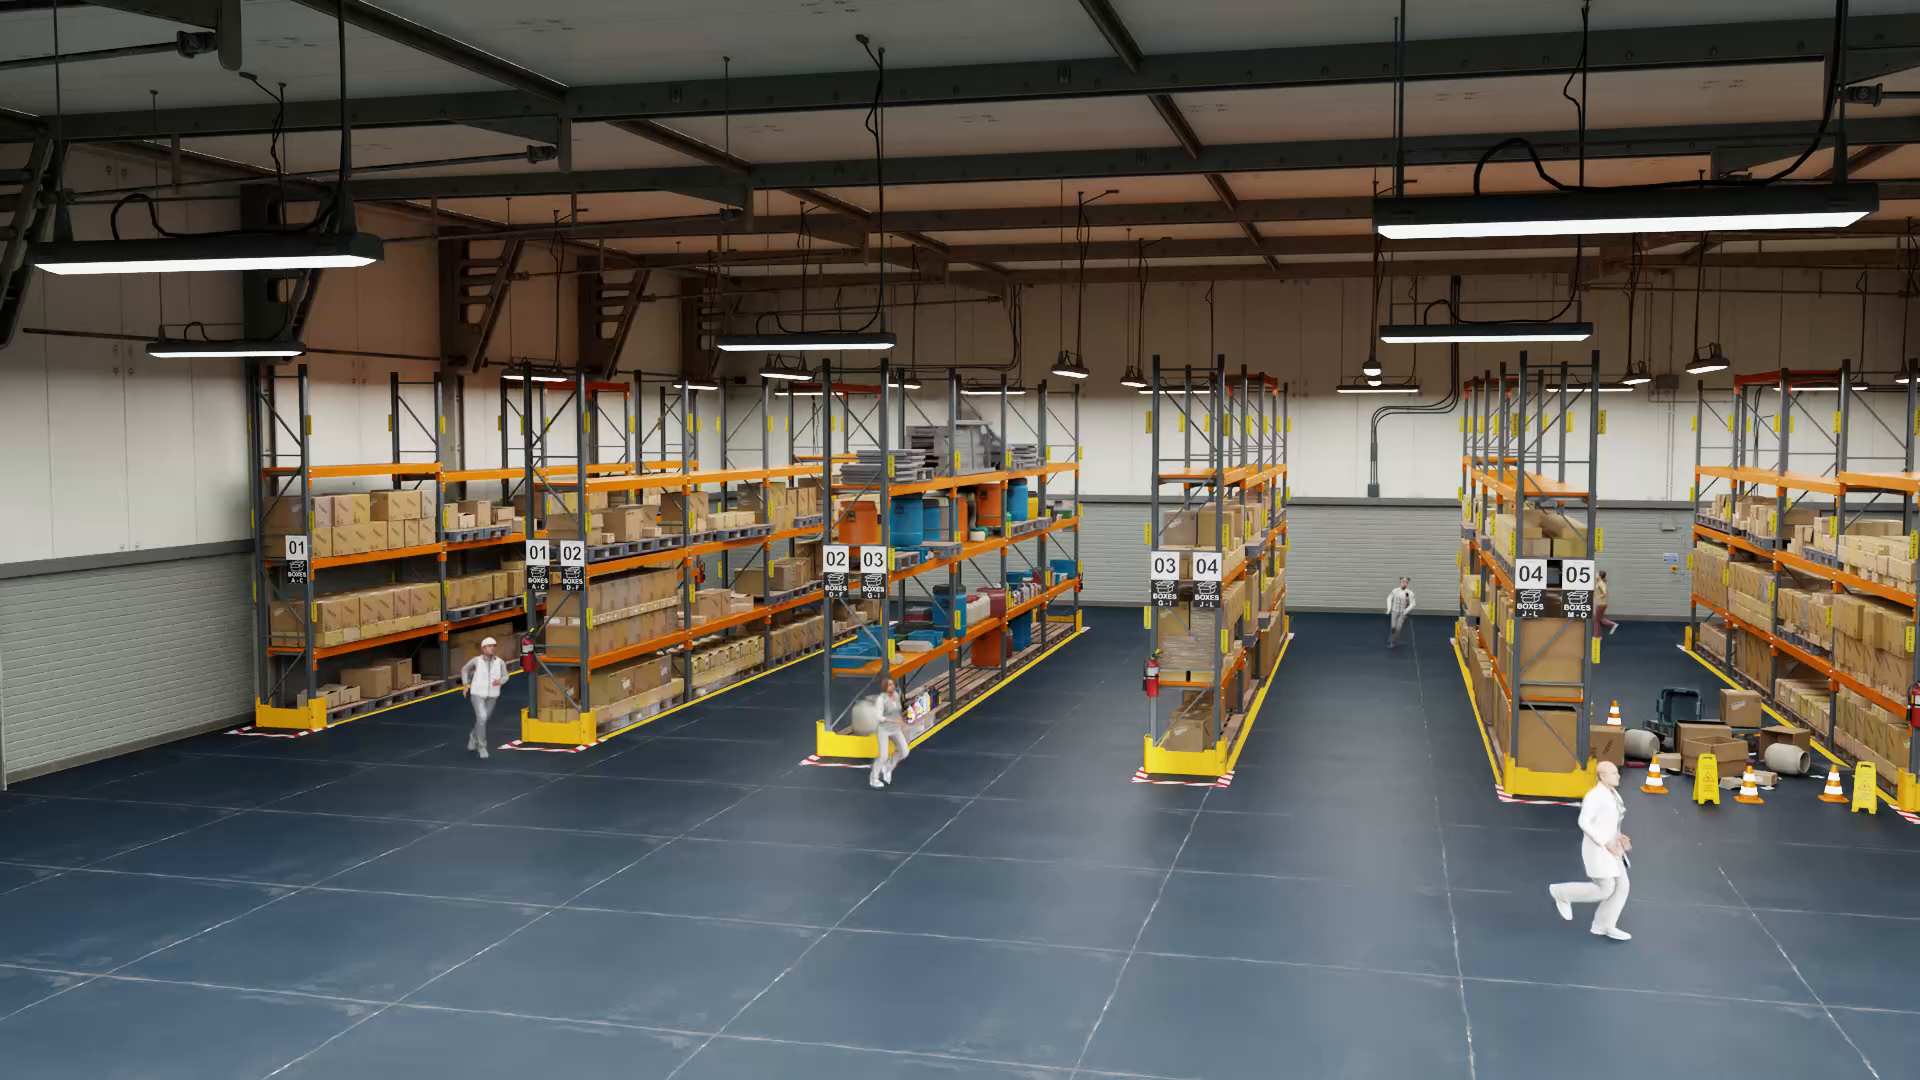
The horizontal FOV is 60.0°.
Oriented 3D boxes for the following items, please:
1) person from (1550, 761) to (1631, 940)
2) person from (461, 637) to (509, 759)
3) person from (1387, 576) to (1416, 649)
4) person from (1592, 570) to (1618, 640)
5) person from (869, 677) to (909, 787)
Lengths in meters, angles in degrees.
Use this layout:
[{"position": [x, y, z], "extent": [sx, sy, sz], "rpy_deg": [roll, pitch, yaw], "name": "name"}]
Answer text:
[{"position": [6.223, 3.016, 16.331], "extent": [0.754, 1.733, 0.697], "rpy_deg": [3, 5, 41], "name": "person"}, {"position": [-7.179, 2.371, 25.281], "extent": [0.655, 1.764, 0.864], "rpy_deg": [-3, 5, -35], "name": "person"}, {"position": [9.878, 1.623, 37.266], "extent": [0.629, 1.625, 0.496], "rpy_deg": [1, 4, 19], "name": "person"}, {"position": [14.981, 1.530, 38.692], "extent": [0.647, 1.646, 0.580], "rpy_deg": [1, 4, 19], "name": "person"}, {"position": [-0.945, 2.638, 22.797], "extent": [0.562, 1.551, 0.737], "rpy_deg": [-3, 5, -41], "name": "person"}]
